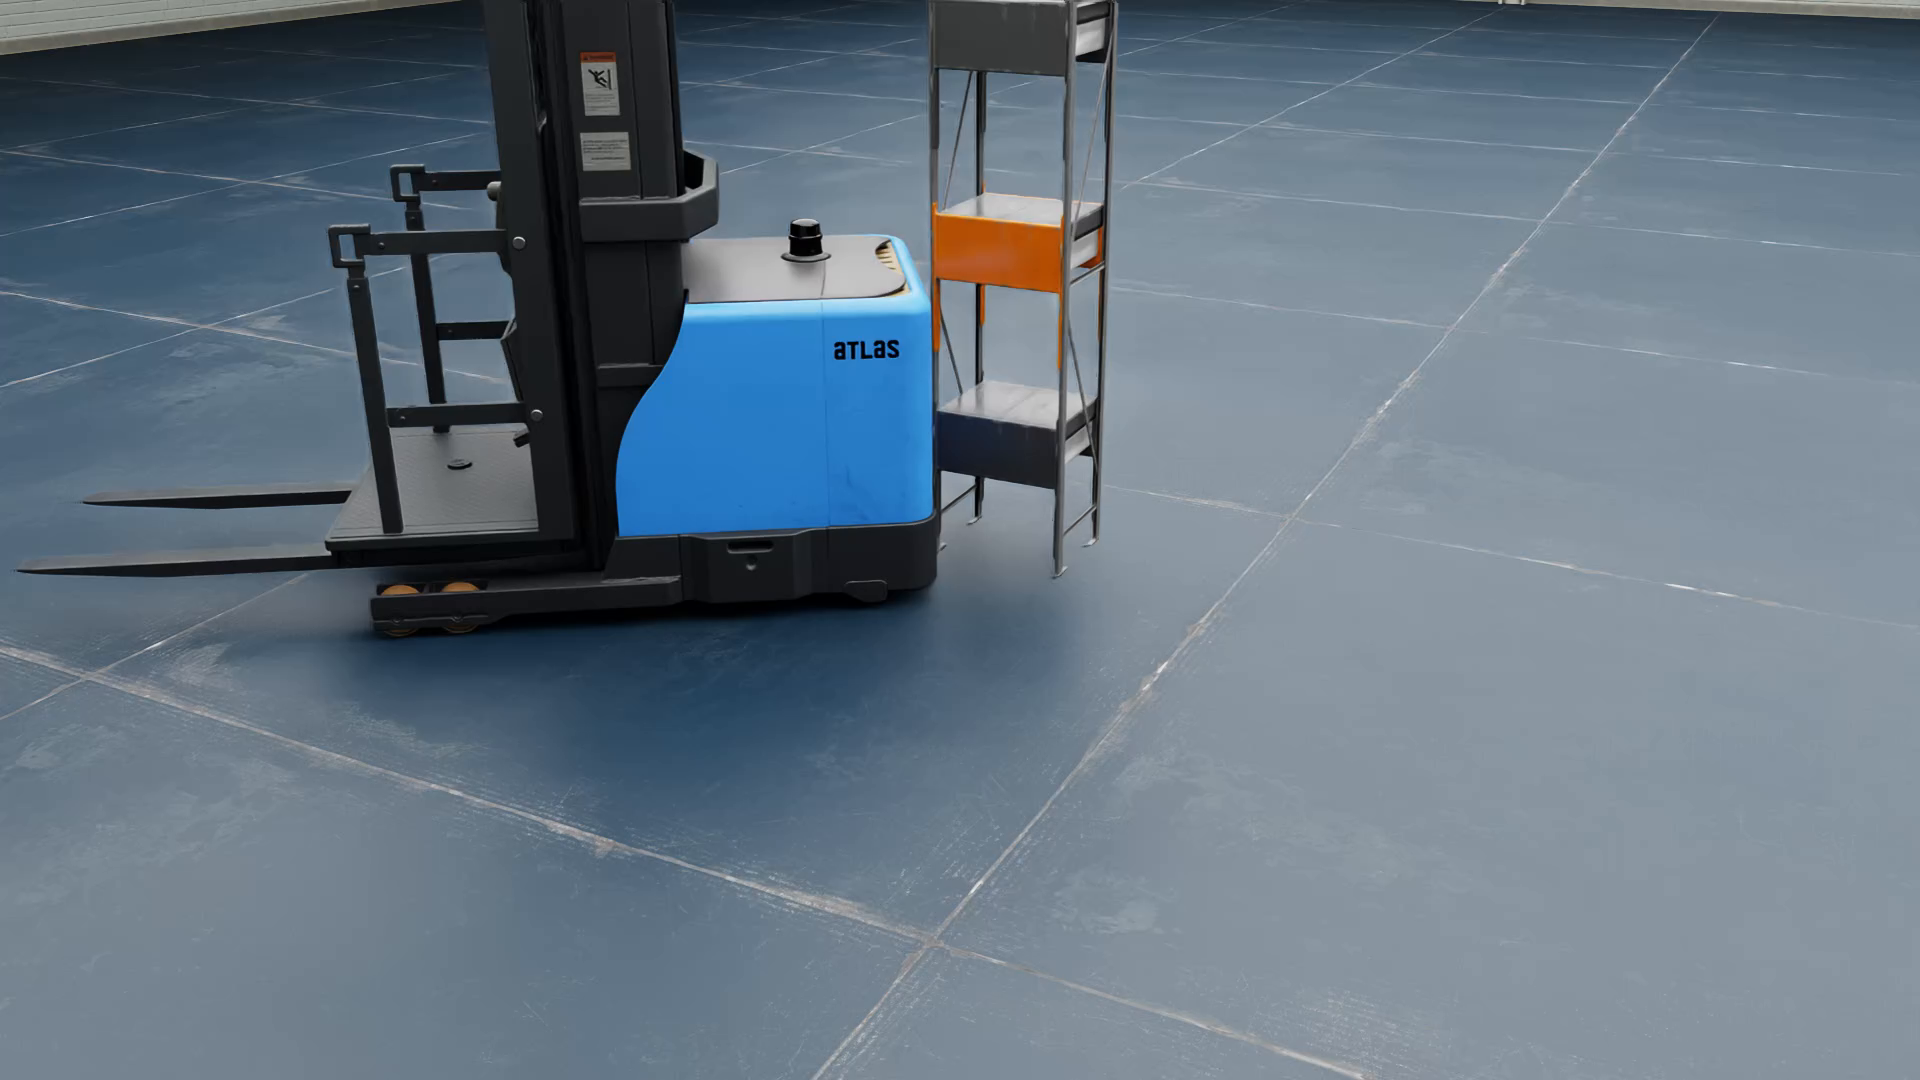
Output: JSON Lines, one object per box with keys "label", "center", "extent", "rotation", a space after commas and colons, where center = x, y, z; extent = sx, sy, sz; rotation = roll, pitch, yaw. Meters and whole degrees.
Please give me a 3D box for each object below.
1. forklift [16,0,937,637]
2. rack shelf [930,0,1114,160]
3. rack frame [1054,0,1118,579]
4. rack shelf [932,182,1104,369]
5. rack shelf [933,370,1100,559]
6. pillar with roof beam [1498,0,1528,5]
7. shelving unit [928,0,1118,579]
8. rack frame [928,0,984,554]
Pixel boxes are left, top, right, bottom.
{"label": "forklift", "center": [-1.636, -1.249, 5.442], "extent": [3.031, 2.935, 1.130], "rotation": [-3, 23, -7]}
{"label": "rack shelf", "center": [0.211, -1.573, 5.513], "extent": [0.480, 0.518, 0.431], "rotation": [11, 25, 24]}
{"label": "rack frame", "center": [0.431, -0.900, 5.684], "extent": [0.015, 2.100, 0.400], "rotation": [11, 25, 24]}
{"label": "rack shelf", "center": [0.211, -0.929, 5.787], "extent": [0.480, 0.518, 0.431], "rotation": [11, 25, 24]}
{"label": "rack shelf", "center": [0.211, -0.285, 6.061], "extent": [0.480, 0.518, 0.431], "rotation": [11, 25, 24]}
{"label": "pillar with roof beam", "center": [6.674, -11.001, 20.619], "extent": [0.400, 9.000, 9.100], "rotation": [11, 25, 25]}
{"label": "shelving unit", "center": [0.211, -0.942, 5.781], "extent": [0.503, 2.100, 0.431], "rotation": [11, 25, 24]}
{"label": "rack frame", "center": [-0.009, -0.983, 5.879], "extent": [0.015, 2.100, 0.400], "rotation": [11, 25, 24]}
